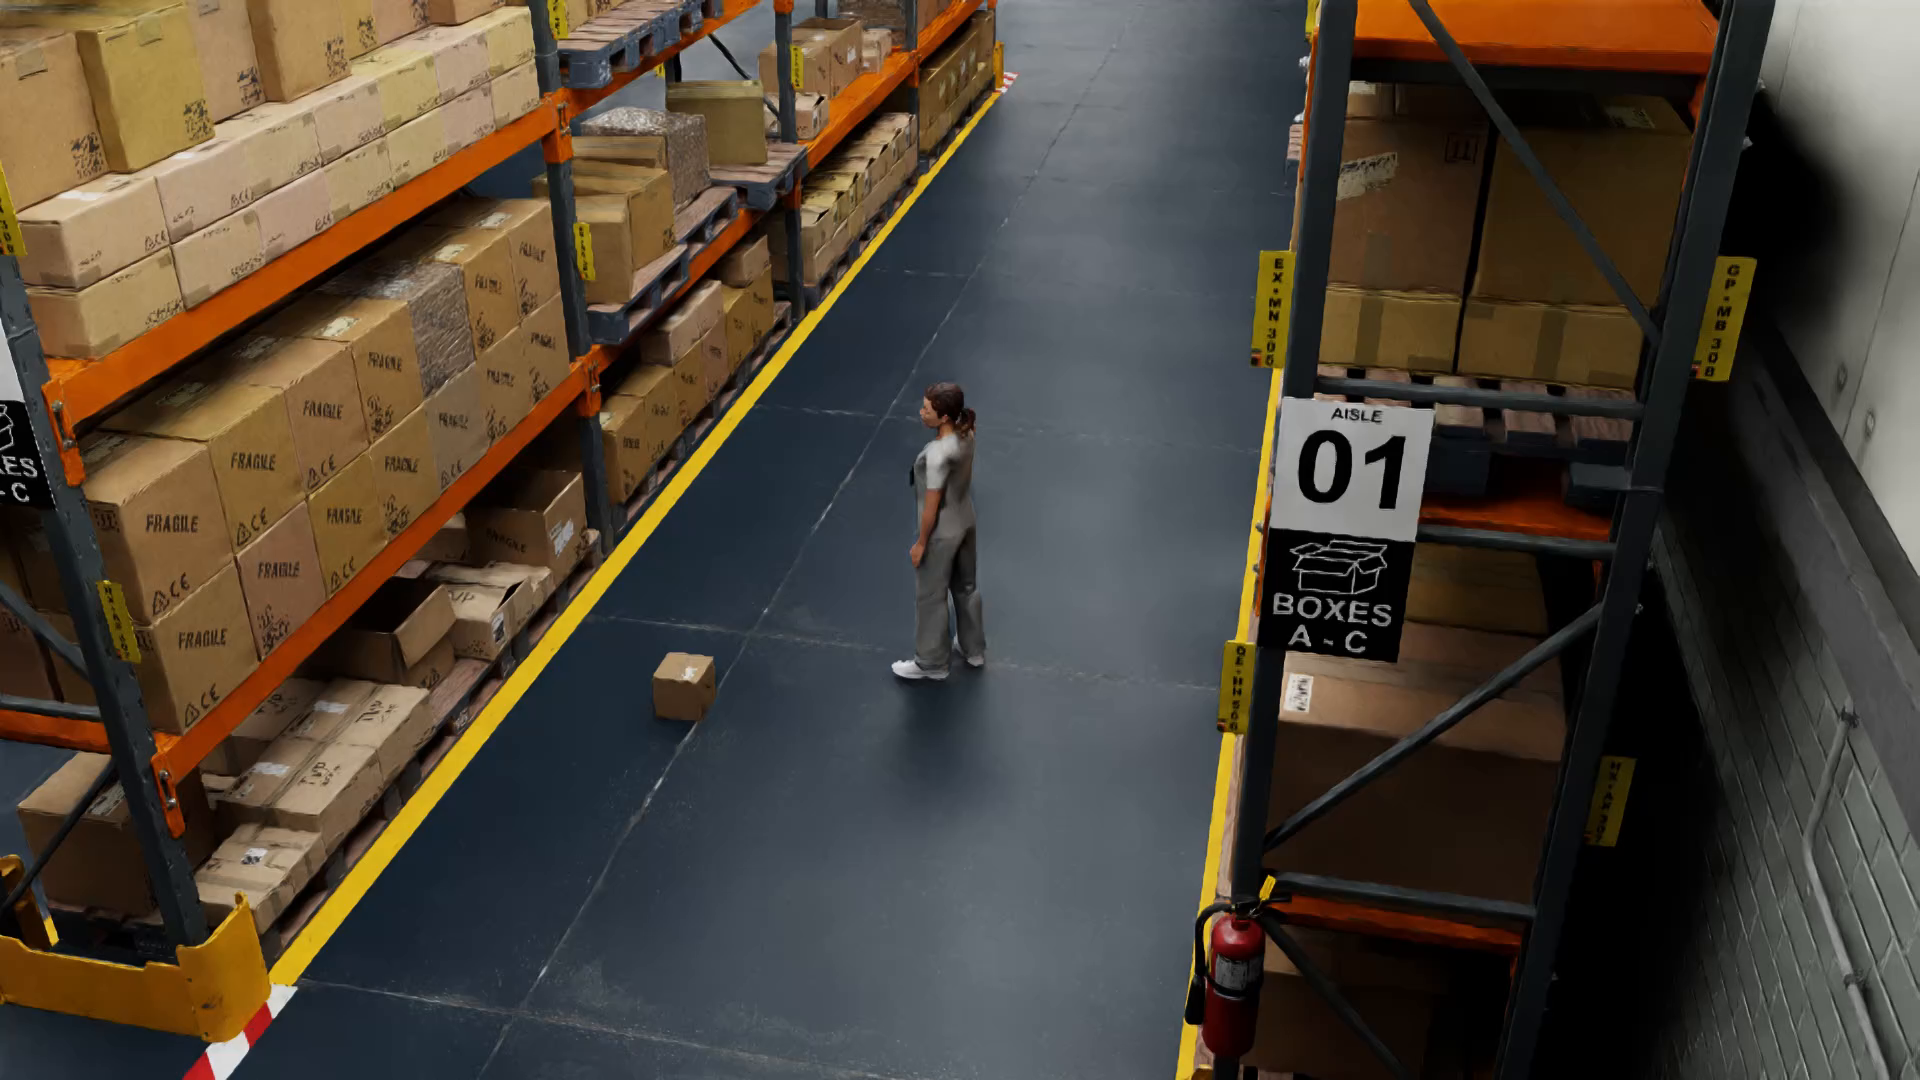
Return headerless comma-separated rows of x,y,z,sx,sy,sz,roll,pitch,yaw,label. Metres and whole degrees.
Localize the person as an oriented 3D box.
-0.091,-0.055,8.666,0.412,1.673,0.538,14,32,23,person
